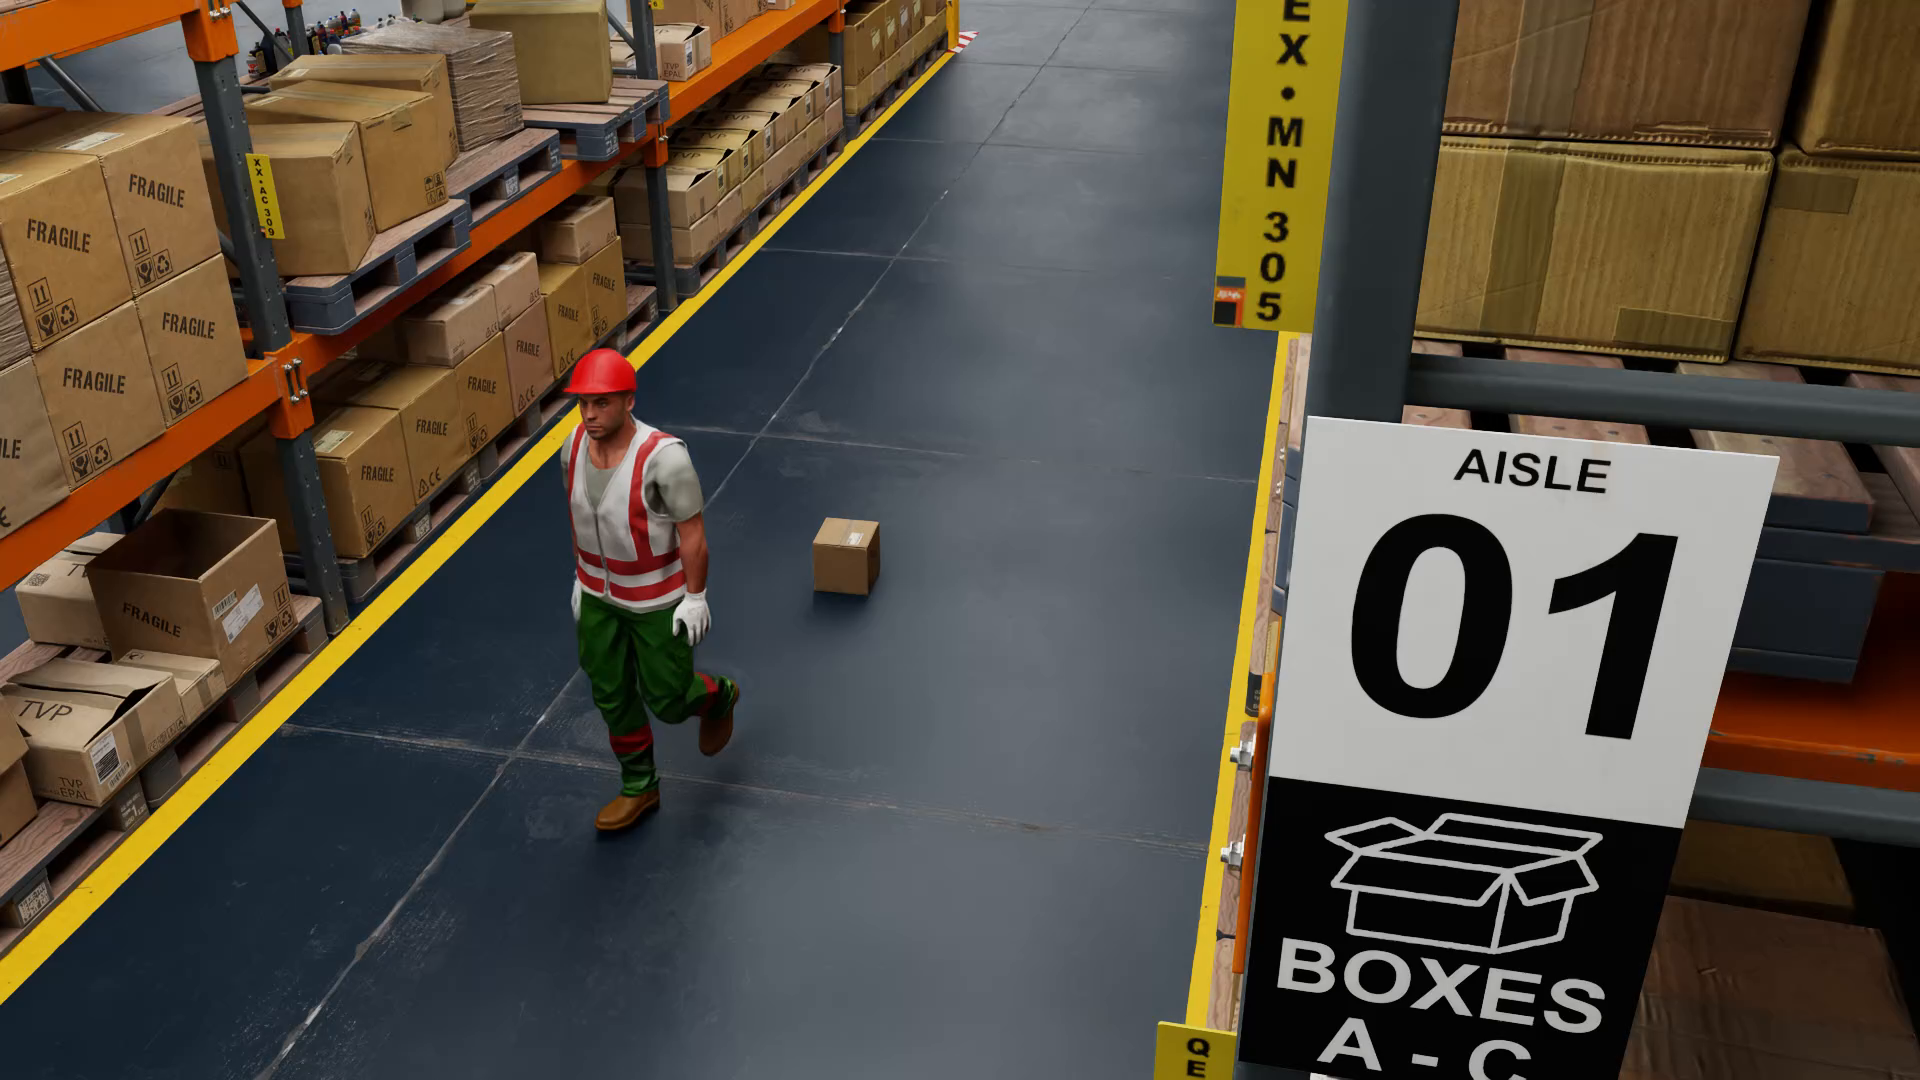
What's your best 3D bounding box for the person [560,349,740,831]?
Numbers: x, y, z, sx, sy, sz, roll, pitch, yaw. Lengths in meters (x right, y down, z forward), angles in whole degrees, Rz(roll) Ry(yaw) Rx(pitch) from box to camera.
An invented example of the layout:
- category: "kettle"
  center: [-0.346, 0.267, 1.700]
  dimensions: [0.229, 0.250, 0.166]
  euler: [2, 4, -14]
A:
- category: "person"
  center: [-1.083, 0.149, 5.786]
  dimensions: [0.550, 1.777, 0.702]
  euler: [13, 31, 22]
